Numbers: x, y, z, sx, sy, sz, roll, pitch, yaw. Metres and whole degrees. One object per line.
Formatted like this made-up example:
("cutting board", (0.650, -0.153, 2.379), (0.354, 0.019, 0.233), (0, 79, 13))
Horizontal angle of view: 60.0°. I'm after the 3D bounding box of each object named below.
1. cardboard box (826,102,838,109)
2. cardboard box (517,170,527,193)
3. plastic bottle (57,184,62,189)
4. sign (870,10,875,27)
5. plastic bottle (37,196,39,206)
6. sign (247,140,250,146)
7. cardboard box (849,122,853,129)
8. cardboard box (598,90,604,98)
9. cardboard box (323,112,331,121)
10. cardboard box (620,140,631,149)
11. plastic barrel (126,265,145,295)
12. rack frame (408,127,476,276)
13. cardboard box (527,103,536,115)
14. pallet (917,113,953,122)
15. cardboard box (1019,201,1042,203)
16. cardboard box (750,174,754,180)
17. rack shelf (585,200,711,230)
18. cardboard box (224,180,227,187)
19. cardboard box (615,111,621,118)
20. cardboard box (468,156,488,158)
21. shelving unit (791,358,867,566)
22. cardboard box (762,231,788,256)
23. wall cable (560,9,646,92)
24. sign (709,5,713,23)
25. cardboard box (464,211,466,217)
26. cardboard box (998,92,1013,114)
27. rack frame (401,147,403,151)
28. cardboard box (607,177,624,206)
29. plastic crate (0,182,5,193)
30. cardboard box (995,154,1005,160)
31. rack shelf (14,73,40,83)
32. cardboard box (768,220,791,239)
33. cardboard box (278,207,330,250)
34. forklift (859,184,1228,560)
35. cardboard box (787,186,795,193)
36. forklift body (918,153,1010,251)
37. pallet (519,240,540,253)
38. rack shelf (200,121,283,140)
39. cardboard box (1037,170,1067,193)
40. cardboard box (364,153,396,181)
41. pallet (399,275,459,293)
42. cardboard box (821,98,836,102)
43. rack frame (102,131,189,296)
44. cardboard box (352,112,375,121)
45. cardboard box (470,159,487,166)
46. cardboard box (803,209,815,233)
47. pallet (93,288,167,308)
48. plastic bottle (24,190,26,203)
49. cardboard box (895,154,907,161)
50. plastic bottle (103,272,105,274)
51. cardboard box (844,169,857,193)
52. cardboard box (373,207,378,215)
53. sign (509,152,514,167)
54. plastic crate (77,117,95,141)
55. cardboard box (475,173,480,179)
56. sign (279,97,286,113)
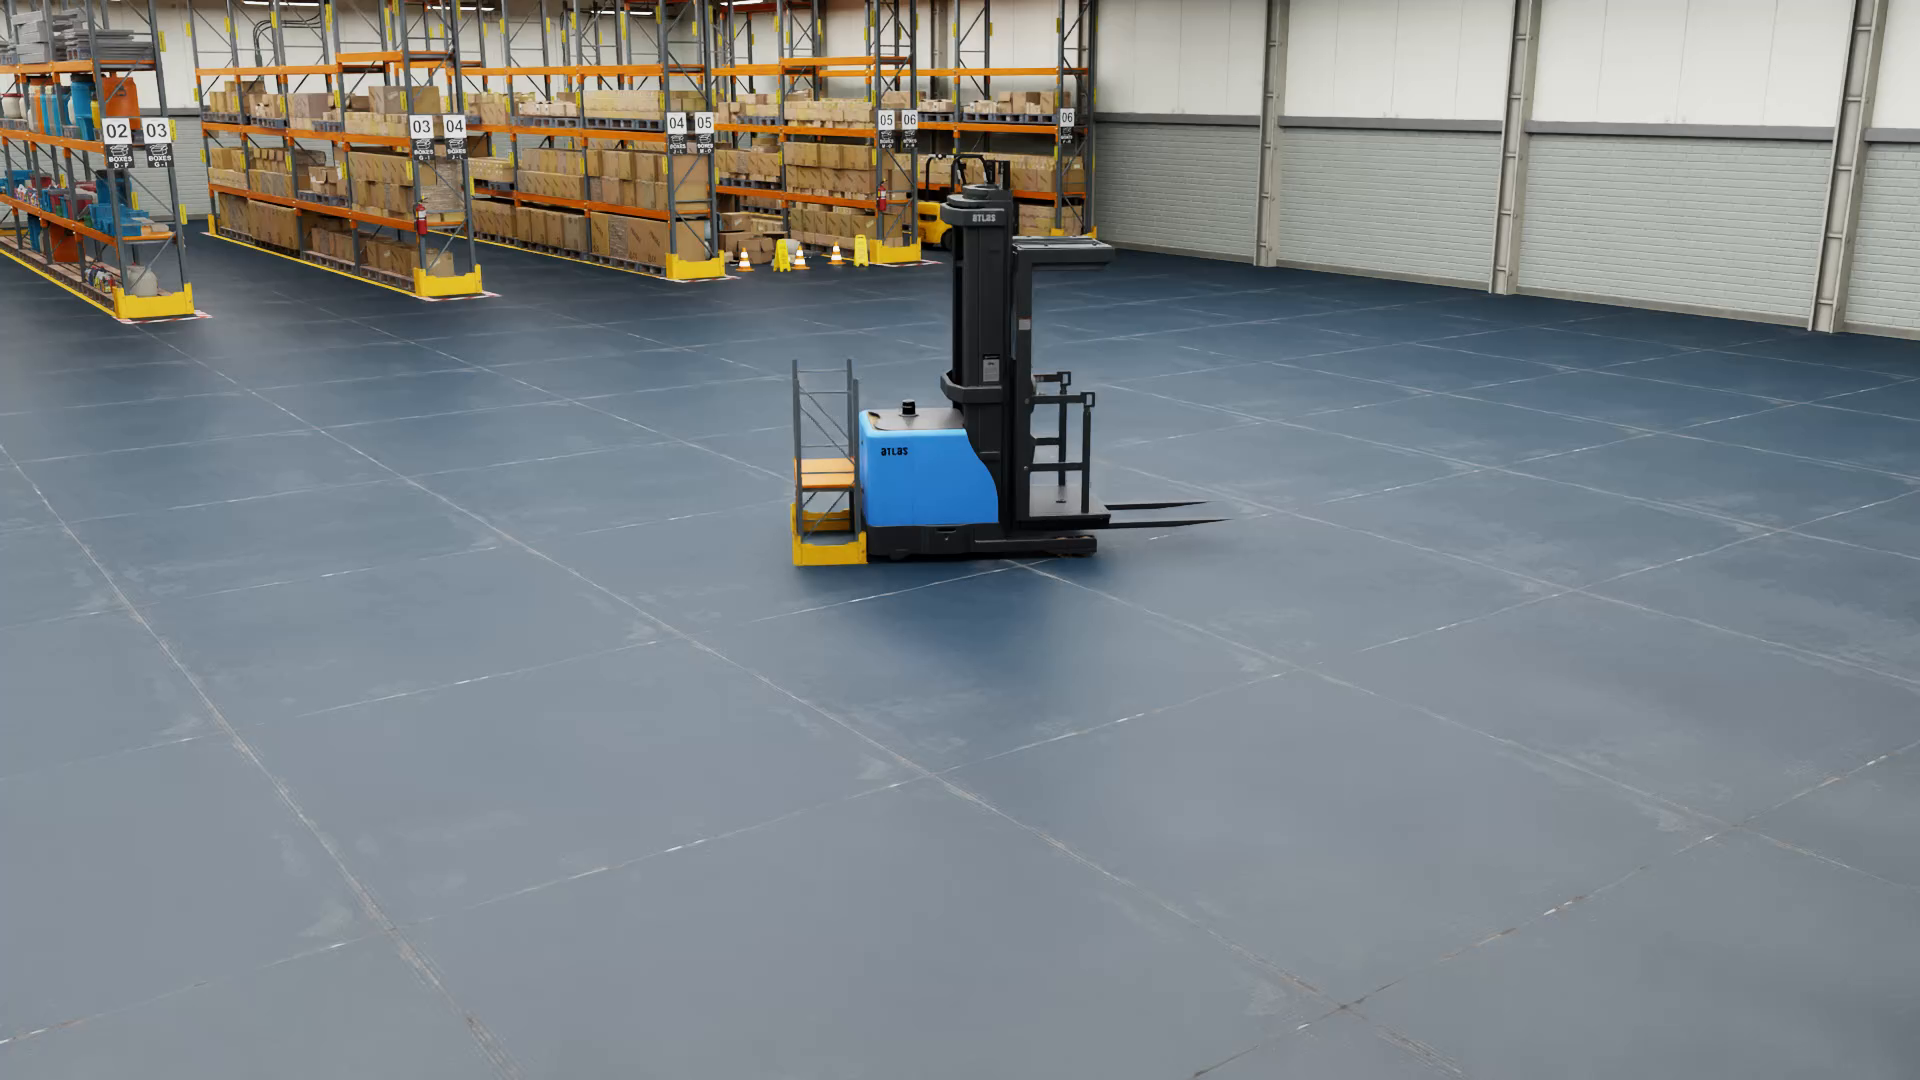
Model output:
("cardboard box", (-2.727, -9.569, 36.639), (0.380, 0.149, 0.250), (-10, 18, -33))
("cardboard box", (-9.963, -8.339, 38.672), (0.500, 0.500, 0.500), (-11, 19, -34))
("plastic bottle", (-19.525, -7.557, 36.097), (0.144, 0.351, 0.185), (-11, 19, -35))
("sign", (-1.821, -10.849, 34.598), (0.100, 0.325, 0.005), (-11, 19, -35))
("plastic bottle", (-18.670, -6.875, 33.734), (0.061, 0.283, 0.133), (-11, 19, -35))
("sign", (-18.337, -10.142, 42.809), (0.100, 0.325, 0.005), (-11, 19, -35))
("cardboard box", (-2.193, -9.043, 36.227), (0.380, 0.149, 0.250), (-11, 19, -34))
("cardboard box", (-7.269, -9.242, 34.460), (0.380, 0.149, 0.250), (-11, 19, -35))
("cardboard box", (-12.912, -8.747, 34.319), (0.380, 0.166, 0.250), (-12, 19, -36))
("cardboard box", (-8.917, -10.661, 45.261), (0.500, 0.500, 0.500), (-11, 19, -35))
("plastic barrel", (-14.126, -4.441, 28.538), (0.421, 0.512, 0.421), (0, 15, 0))
("rack frame", (-9.376, -5.972, 30.213), (1.000, 3.000, 0.127), (-11, 19, -35))
("cardboard box", (-9.467, -9.758, 37.663), (0.500, 0.250, 0.500), (-10, 18, -33))
("pallet", (-0.920, -10.976, 43.172), (1.003, 0.211, 1.213), (-10, 18, -32))
("cardboard box", (1.645, -8.097, 40.496), (0.500, 0.250, 0.500), (-11, 19, -36))
("cardboard box", (-4.826, -8.733, 39.980), (0.380, 0.149, 0.250), (-11, 19, -35))
("rack shelf", (-6.481, -6.800, 34.602), (1.077, 0.370, 4.000), (-11, 19, -35))
("cardboard box", (-17.937, -8.812, 41.066), (0.380, 0.149, 0.250), (-11, 19, -36))
("cardboard box", (-6.823, -8.695, 33.973), (0.380, 0.149, 0.250), (-11, 19, -34))
("cardboard box", (-12.448, -9.619, 42.786), (0.500, 0.500, 0.500), (-11, 19, -36))
("shelving unit", (-1.102, -0.664, 13.662), (0.587, 1.500, 1.083), (-2, 15, -6))
("cardboard box", (-4.183, -6.720, 37.676), (0.500, 0.500, 0.500), (1, 15, 4))
("wall cable", (-11.455, -15.550, 53.772), (2.988, 3.039, 0.133), (-11, 19, -35))
("sign", (-4.852, -10.225, 32.321), (0.100, 0.325, 0.005), (-11, 19, -35))
("cardboard box", (-12.141, -8.080, 41.857), (0.500, 0.500, 0.500), (-10, 18, -32))
("cardboard box", (1.361, -10.450, 39.714), (0.797, 0.503, 0.637), (-10, 18, -33))
("rack frame", (-14.713, -10.137, 45.430), (1.000, 3.000, 0.127), (-11, 19, -35))
("cardboard box", (-6.866, -7.322, 34.862), (0.875, 0.550, 0.550), (-11, 19, -35))
("plastic crate", (-21.961, -8.119, 38.260), (0.416, 0.233, 0.300), (-11, 19, -35))
("cardboard box", (1.070, -9.263, 40.256), (0.380, 0.149, 0.250), (-11, 19, -35))
("rack shelf", (-21.614, -10.546, 37.682), (1.077, 0.370, 4.000), (-11, 19, -35))
("cardboard box", (-4.023, -7.411, 39.653), (0.950, 0.372, 0.625), (-11, 19, -34))
("cardboard box", (-14.469, -7.008, 37.230), (1.225, 0.875, 0.875), (-12, 19, -37))
("forklift", (0.688, -1.406, 13.661), (3.031, 2.935, 1.130), (-2, 15, -7))
("cardboard box", (-3.787, -8.126, 38.559), (0.380, 0.149, 0.250), (-11, 19, -35))
("forklift body", (0.062, -7.994, 39.208), (2.313, 2.155, 1.214), (-11, 19, -35))
("pallet", (-9.606, -6.903, 38.899), (1.003, 0.211, 1.213), (-11, 19, -35))
("rack shelf", (-17.608, -10.061, 40.834), (1.077, 0.370, 4.000), (-11, 19, -35))
("cardboard box", (2.151, -8.394, 38.873), (0.500, 0.500, 0.500), (-11, 19, -36))
("cardboard box", (-11.081, -7.151, 31.874), (0.500, 0.500, 0.500), (-11, 19, -35))
("pallet", (-9.870, -4.822, 31.294), (1.003, 0.211, 1.213), (-11, 19, -35))
("cardboard box", (-3.629, -12.112, 45.892), (0.380, 0.149, 0.250), (-11, 19, -34))
("rack frame", (-13.383, -5.203, 27.404), (1.000, 3.000, 0.127), (-11, 19, -35))
("cardboard box", (-11.575, -8.229, 32.307), (0.380, 0.149, 0.250), (-12, 19, -37))
("cardboard box", (-11.740, -9.219, 40.632), (0.380, 0.149, 0.250), (-10, 18, -32))
("cardboard box", (-3.260, -7.322, 38.138), (0.500, 0.500, 0.500), (-10, 18, -32))
("pallet", (-14.652, -4.302, 29.393), (1.003, 0.211, 1.213), (-11, 19, -35))
("plastic bottle", (-19.748, -7.269, 35.197), (0.097, 0.271, 0.097), (0, 15, 0))
("cardboard box", (-1.608, -10.075, 43.788), (0.380, 0.149, 0.250), (-11, 19, -34))
("plastic bottle", (-15.413, -4.704, 29.917), (0.097, 0.271, 0.097), (0, 15, 0))
("cardboard box", (-2.193, -7.882, 36.441), (0.500, 0.500, 0.500), (-11, 19, -34))
("cardboard box", (-11.090, -6.349, 32.067), (0.380, 0.149, 0.250), (-11, 19, -35))
("sign", (-10.442, -8.862, 38.731), (0.100, 0.325, 0.005), (-11, 19, -35))
("plastic crate", (-14.748, -7.003, 28.327), (0.392, 0.384, 0.575), (-11, 19, -35))
("cardboard box", (-11.583, -8.876, 40.505), (0.380, 0.149, 0.250), (-12, 19, -37))
("sign", (-14.534, -9.330, 35.671), (0.100, 0.325, 0.005), (-11, 19, -35))
